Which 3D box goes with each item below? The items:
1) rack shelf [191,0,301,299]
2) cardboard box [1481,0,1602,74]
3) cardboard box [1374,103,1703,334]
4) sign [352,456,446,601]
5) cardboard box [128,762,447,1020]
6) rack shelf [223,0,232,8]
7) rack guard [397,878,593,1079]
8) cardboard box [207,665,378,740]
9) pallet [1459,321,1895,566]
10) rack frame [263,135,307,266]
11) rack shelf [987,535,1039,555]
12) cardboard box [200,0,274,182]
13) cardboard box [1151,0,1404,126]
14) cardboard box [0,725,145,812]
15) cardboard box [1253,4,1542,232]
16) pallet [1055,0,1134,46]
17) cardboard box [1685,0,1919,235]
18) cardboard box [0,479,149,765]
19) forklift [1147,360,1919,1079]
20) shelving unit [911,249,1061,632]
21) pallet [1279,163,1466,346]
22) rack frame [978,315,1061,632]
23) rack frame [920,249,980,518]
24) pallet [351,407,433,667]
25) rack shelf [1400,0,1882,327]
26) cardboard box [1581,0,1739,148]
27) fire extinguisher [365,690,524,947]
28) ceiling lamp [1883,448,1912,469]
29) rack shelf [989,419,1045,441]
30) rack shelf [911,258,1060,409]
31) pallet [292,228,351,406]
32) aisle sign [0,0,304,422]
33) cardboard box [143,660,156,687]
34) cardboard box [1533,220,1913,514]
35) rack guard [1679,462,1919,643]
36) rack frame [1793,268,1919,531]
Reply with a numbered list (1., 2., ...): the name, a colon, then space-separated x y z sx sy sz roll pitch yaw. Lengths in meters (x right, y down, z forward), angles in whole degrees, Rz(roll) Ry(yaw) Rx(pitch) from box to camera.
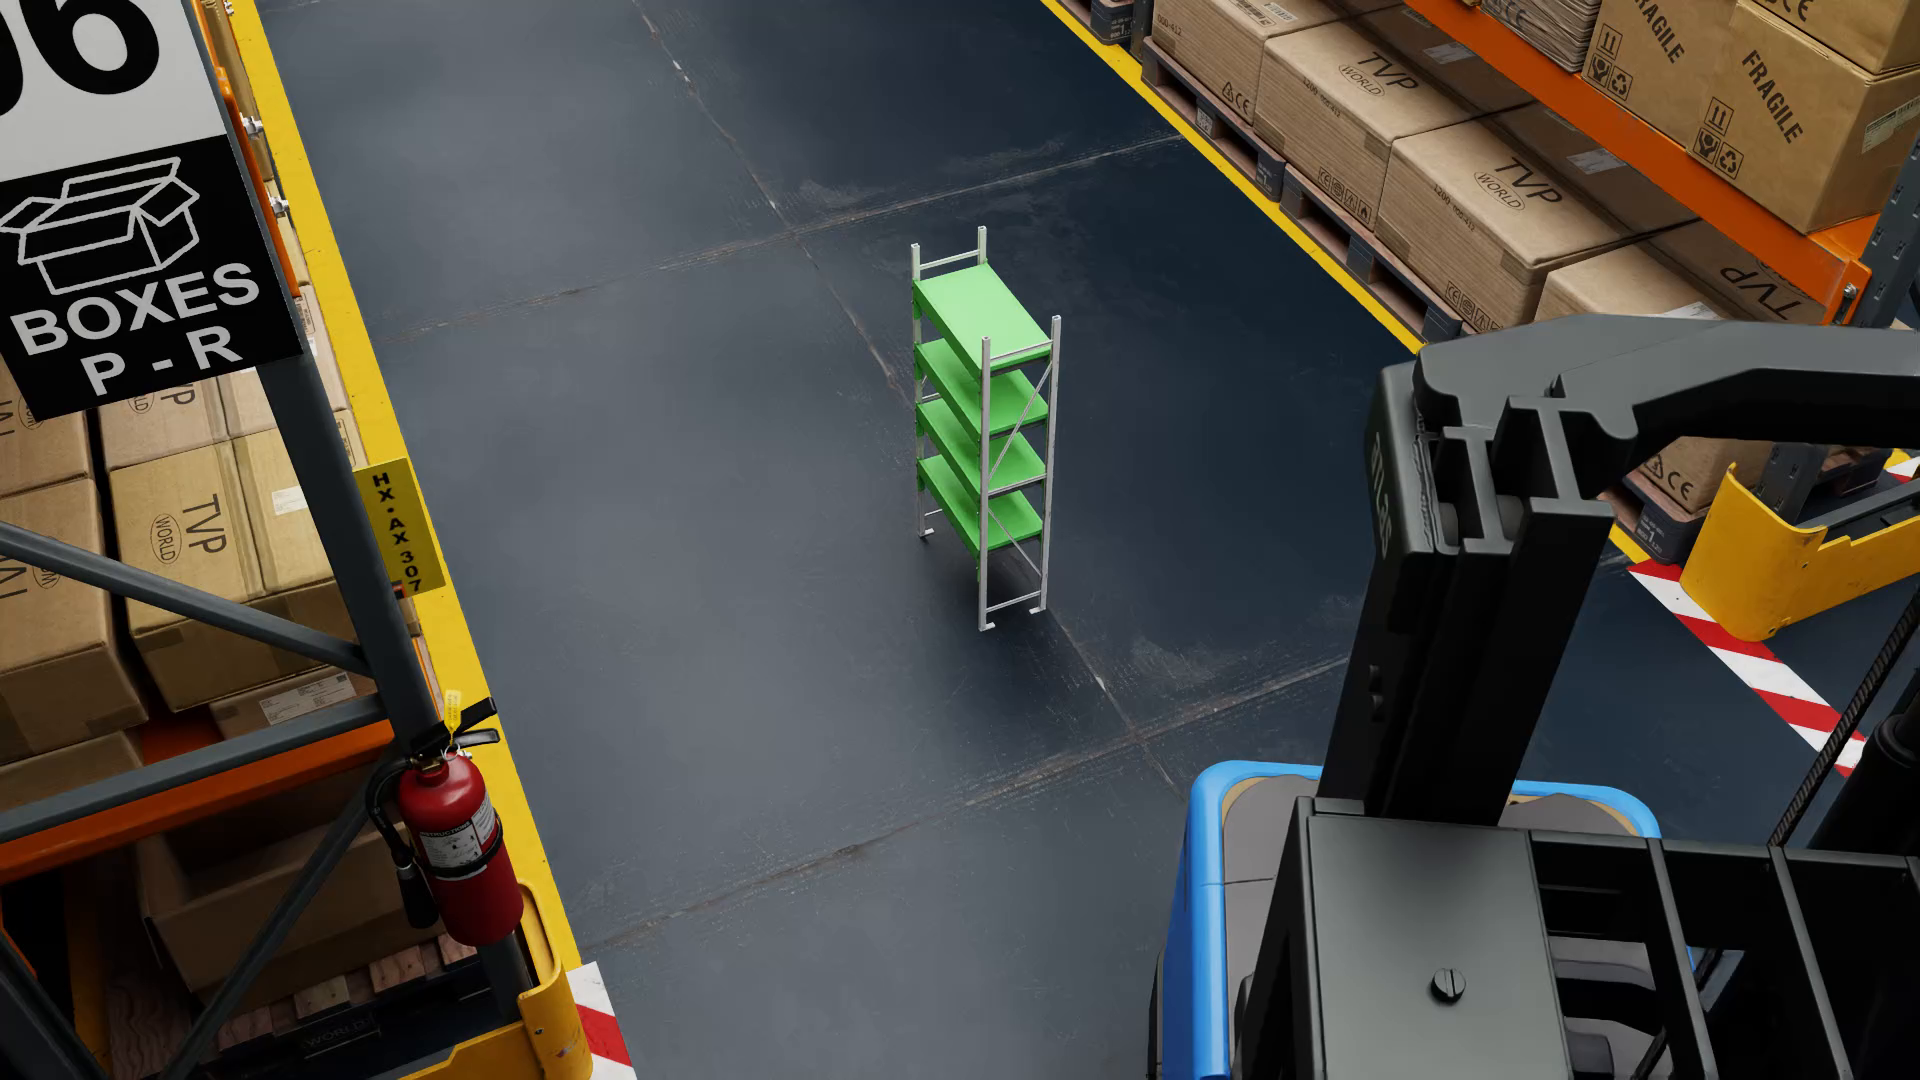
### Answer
1. rack shelf: -2.349 -1.634 3.647 1.077 0.370 4.000 -18 47 -17
2. cardboard box: 2.128 -1.930 5.499 0.500 0.500 0.500 -17 47 -16
3. cardboard box: 2.233 -1.225 6.381 0.875 0.438 0.875 -17 47 -16
4. sign: -1.016 -0.016 3.014 0.100 0.325 0.005 -18 47 -17
5. cardboard box: -1.680 0.774 4.309 0.797 0.503 0.637 -20 48 -19
6. rack shelf: -4.031 -3.115 7.284 1.077 0.370 4.000 -18 47 -17
7. rack guard: -1.540 1.294 4.083 1.175 0.500 0.348 -18 47 -17
8. cardboard box: -1.398 0.251 3.539 0.380 0.149 0.250 -18 48 -18
9. pallet: 2.586 -0.510 6.116 1.003 0.211 1.213 -18 47 -17
10. rack frame: -3.190 -2.097 5.739 1.000 3.000 0.127 -18 47 -17
11. rack shelf: 0.070 -0.126 5.415 0.199 0.029 0.442 -18 47 -17
12. cardboard box: -2.086 -1.192 4.183 0.500 0.500 0.500 -17 47 -16
13. cardboard box: 1.478 -2.371 7.542 0.875 0.438 0.875 -19 48 -18
14. cardboard box: -1.891 0.410 3.378 0.380 0.149 0.250 -19 48 -18
15. cardboard box: 1.855 -1.800 6.964 0.875 0.438 0.875 -19 48 -19
16. pallet: 0.919 -3.042 8.683 1.003 0.211 1.213 -18 47 -17
17. cardboard box: 2.551 -1.281 4.841 0.500 0.500 0.500 -18 47 -17
18. cardboard box: -1.943 0.185 3.322 0.500 0.250 0.500 -17 47 -16
19. forklift: 4.045 -0.157 3.885 7.029 2.843 7.737 4 45 4
20. shelving unit: 4.177 -4.790 9.751 13.061 1.200 8.595 -18 47 -17
21. pallet: 2.077 -1.286 6.903 1.003 0.211 1.213 -18 47 -17
22. rack frame: 0.172 -0.166 5.064 0.240 1.200 0.015 -18 47 -17
23. rack frame: -0.034 -0.477 5.379 0.228 1.046 0.006 -18 47 -17
24. pallet: -2.386 0.112 5.486 1.003 0.211 1.213 -18 47 -17
25. rack shelf: 2.153 -2.034 6.188 1.077 0.370 4.000 -18 47 -17
26. cardboard box: 2.353 -1.605 5.170 0.500 0.500 0.500 -19 48 -18
27. fire extinguisher: -1.027 0.570 3.358 0.296 0.674 0.183 -18 47 -17
28. ceiling lamp: 2.675 -1.378 7.146 0.159 0.001 3.459 -18 47 -17
29. rack shelf: 0.070 -0.467 5.078 0.199 0.029 0.442 -18 47 -17
30. rack shelf: 0.070 -0.618 4.929 0.258 0.148 0.480 -18 47 -17
31. pallet: -2.903 -0.666 6.275 1.003 0.211 1.213 -18 47 -17
32. aisle sign: -1.213 -0.516 2.287 0.394 0.787 0.004 -18 47 -17
33. cardboard box: -1.942 0.230 3.560 0.380 0.149 0.250 -17 47 -16
34. cardboard box: 2.625 -0.645 5.793 0.875 0.438 0.875 -20 48 -19
35. rack guard: 3.004 -0.111 5.506 1.175 0.500 0.348 -18 47 -17
36. rack frame: 2.990 -1.015 4.643 0.949 2.616 0.053 -18 47 -17
